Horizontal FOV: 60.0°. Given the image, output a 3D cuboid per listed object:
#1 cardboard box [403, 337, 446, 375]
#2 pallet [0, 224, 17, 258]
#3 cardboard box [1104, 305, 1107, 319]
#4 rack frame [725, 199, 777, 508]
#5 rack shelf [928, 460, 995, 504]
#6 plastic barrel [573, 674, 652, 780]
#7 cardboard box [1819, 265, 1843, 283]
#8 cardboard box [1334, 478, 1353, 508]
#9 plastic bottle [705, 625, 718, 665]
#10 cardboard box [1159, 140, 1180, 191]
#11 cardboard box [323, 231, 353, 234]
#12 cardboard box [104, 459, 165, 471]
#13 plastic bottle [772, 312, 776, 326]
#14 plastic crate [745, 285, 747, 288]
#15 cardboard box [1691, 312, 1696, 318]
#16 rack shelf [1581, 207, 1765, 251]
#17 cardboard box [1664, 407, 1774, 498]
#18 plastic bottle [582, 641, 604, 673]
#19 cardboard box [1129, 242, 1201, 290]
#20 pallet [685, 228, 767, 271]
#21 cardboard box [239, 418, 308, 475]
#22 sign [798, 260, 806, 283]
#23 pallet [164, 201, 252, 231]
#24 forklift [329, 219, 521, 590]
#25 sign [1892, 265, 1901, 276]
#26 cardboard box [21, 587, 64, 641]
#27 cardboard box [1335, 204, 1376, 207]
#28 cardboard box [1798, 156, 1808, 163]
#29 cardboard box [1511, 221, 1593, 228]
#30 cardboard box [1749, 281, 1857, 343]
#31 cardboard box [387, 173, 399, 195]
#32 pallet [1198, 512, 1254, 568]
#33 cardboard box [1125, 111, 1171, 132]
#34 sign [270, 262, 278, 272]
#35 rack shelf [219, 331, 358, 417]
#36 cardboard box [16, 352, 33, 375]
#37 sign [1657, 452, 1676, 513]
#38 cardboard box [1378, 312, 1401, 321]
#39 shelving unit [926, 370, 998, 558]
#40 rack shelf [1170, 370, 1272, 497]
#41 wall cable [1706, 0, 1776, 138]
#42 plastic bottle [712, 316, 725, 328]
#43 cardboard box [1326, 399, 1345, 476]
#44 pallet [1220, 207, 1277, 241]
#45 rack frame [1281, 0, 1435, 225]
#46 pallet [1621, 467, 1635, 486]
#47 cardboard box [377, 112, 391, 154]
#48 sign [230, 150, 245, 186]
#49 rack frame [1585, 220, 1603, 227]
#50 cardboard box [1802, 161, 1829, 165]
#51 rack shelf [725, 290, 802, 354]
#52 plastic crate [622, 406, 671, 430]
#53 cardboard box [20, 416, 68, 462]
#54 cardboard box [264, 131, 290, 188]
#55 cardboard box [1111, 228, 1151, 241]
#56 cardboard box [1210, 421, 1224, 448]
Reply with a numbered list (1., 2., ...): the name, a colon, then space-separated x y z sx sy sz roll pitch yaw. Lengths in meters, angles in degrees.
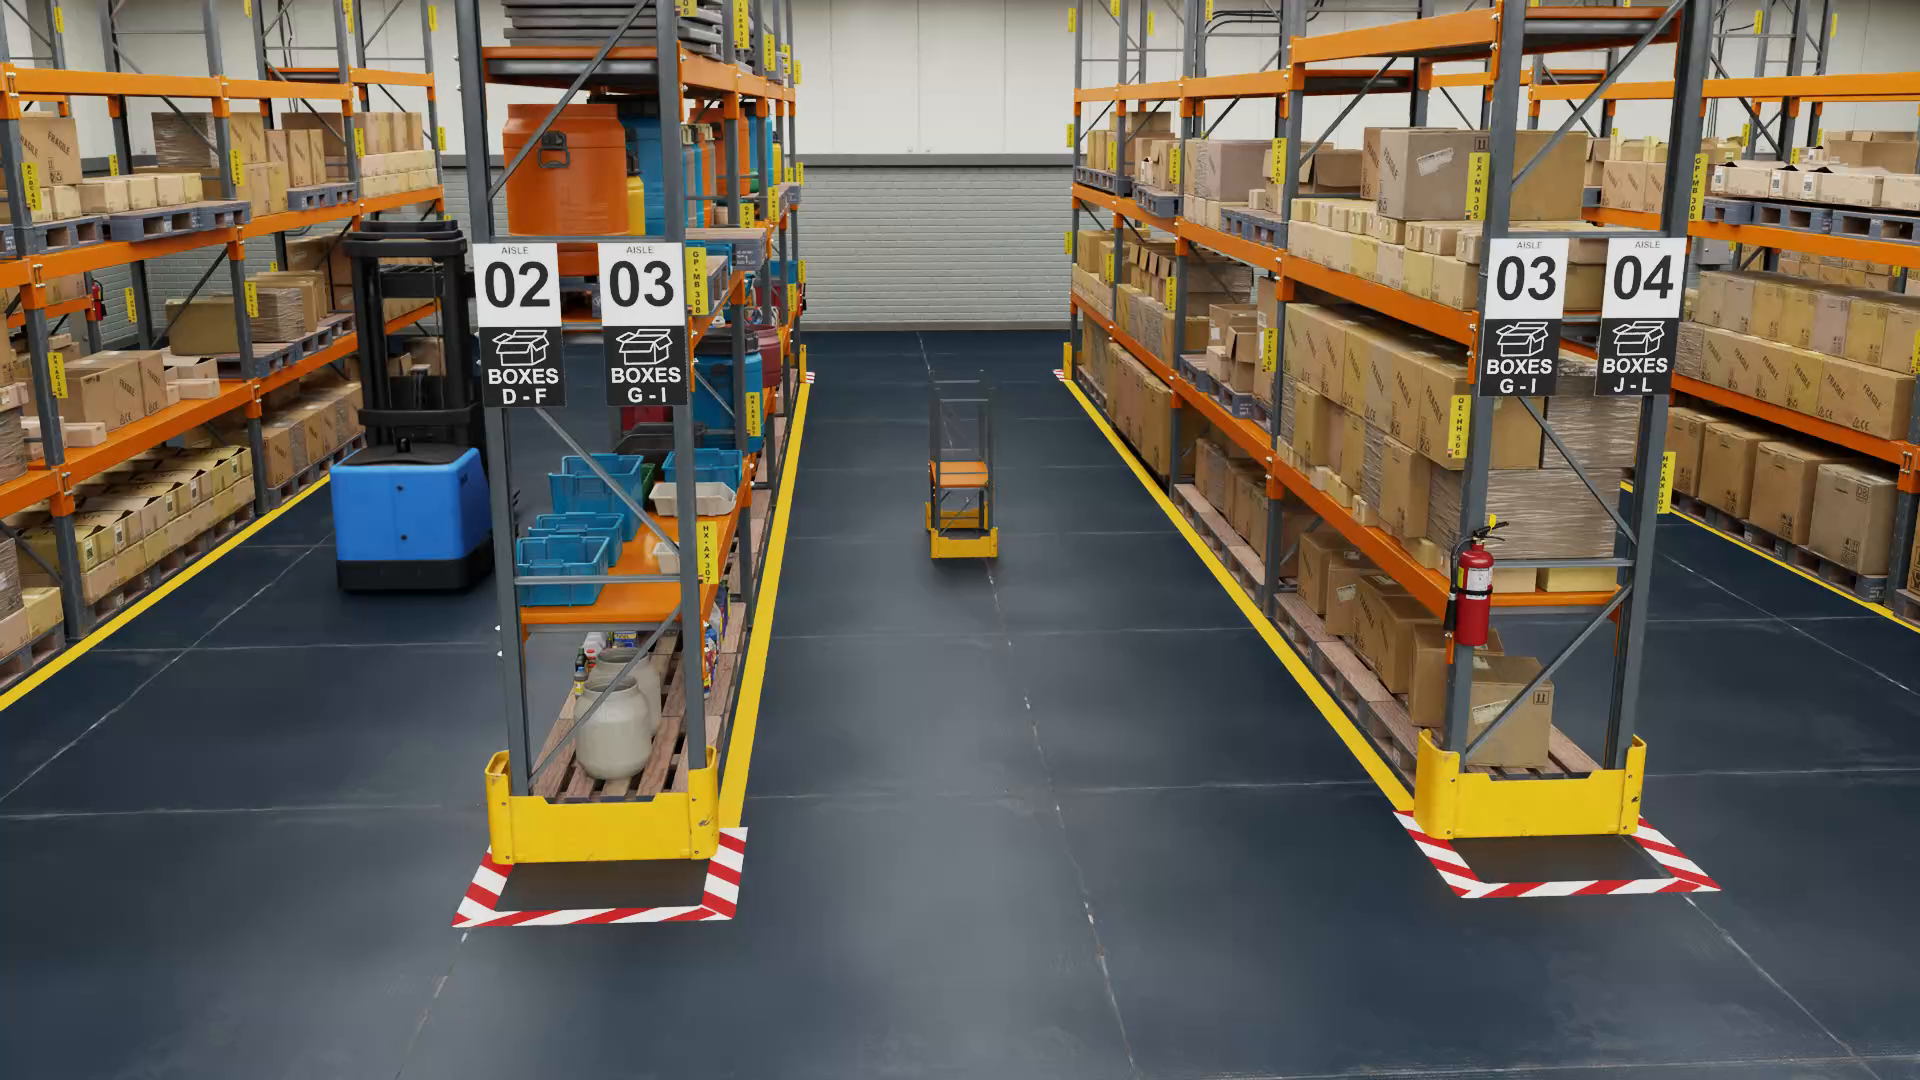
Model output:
1. cardboard box: -7.485 -2.568 23.344 0.500 0.500 0.500 -1 14 -3
2. pallet: -6.942 -1.910 10.813 1.003 0.211 1.213 -1 14 -3
3. cardboard box: 2.009 -2.867 20.878 0.380 0.149 0.250 -1 14 -2
4. rack frame: -2.324 -1.783 16.159 1.000 3.000 0.127 -1 14 -3
5. rack shelf: 0.005 -0.531 15.025 0.538 0.185 1.000 -1 14 -3
6. plastic barrel: -1.946 1.046 9.316 0.421 0.512 0.421 0 14 0
7. cardboard box: 11.895 -3.420 22.320 0.500 0.500 0.500 -1 14 -4
8. cardboard box: 2.686 -0.312 10.946 0.380 0.149 0.250 -1 14 -3
9. plastic bottle: -1.670 0.699 11.107 0.097 0.271 0.097 0 14 0
10. cardboard box: 2.368 -3.928 17.432 0.500 0.500 0.500 0 14 0
11. cardboard box: -7.901 -3.734 21.537 0.500 0.500 0.500 -1 14 -4
12. cardboard box: -7.488 -0.585 15.055 0.500 0.311 0.500 -1 14 -5
13. plastic bottle: -2.177 -2.484 18.984 0.144 0.351 0.185 -1 14 -3
14. plastic crate: -3.033 -3.252 22.084 0.416 0.233 0.300 -1 14 -3
15. cardboard box: 7.746 -2.260 17.077 0.380 0.149 0.250 0 14 -1
16. rack shelf: 7.452 -3.512 18.305 1.077 0.370 4.000 -1 14 -3
17. cardboard box: 7.524 -0.872 16.290 1.050 0.750 0.750 -1 14 -4
18. plastic bottle: -2.368 0.800 10.705 0.152 0.276 0.135 -1 14 -3
19. cardboard box: 2.419 -3.230 19.568 0.797 0.503 0.637 -1 14 -5
20. pallet: -1.934 -1.971 11.251 1.213 0.211 1.003 -1 14 -3
21. cardboard box: -7.049 -0.957 17.085 0.500 0.500 0.500 -1 14 -5
22. sign: -2.272 -3.864 23.920 0.100 0.325 0.005 -1 14 -3
23. pallet: -7.137 -2.901 14.865 1.213 0.211 1.003 0 14 -1
24. forklift: -4.586 -1.330 14.538 1.130 2.935 3.031 -1 14 -3
25. sign: 11.708 -3.456 20.765 0.100 0.325 0.005 -1 14 -3
26. cardboard box: -6.774 0.528 11.854 0.500 0.250 0.500 -1 14 -3
27. cardboard box: 2.718 -2.159 11.101 0.380 0.149 0.250 0 14 -2
28. cardboard box: 11.852 -5.310 23.311 0.380 0.149 0.250 0 14 -1
29. cardboard box: 3.325 -1.711 9.359 0.380 0.149 0.250 0 14 -1
30. cardboard box: 7.660 -2.078 15.100 0.700 0.500 0.500 -1 14 -4
31. cardboard box: -7.356 -4.456 20.829 0.500 0.250 0.500 -1 14 -3
32. pallet: 2.739 -0.012 14.872 1.003 0.211 1.213 -1 14 -3
33. cardboard box: 2.319 -5.204 20.688 0.500 0.250 0.500 -2 15 -7
34. sign: -8.057 -3.111 19.584 0.100 0.325 0.005 -1 14 -3
35. rack shelf: -7.392 -1.856 17.888 1.077 0.370 4.000 -1 14 -3
36. cardboard box: -12.502 -2.190 21.916 0.700 0.500 0.500 -1 14 -5
37. sign: 3.656 -0.297 8.648 0.100 0.325 0.005 -1 14 -3
38. cardboard box: 3.202 -1.309 11.514 0.500 0.500 0.500 -1 14 -3
39. shelving unit: 0.005 -0.707 14.989 0.587 1.500 1.083 -1 14 -3
40. rack shelf: 2.743 -1.013 14.613 1.077 0.370 4.000 -1 14 -3
41. wall cable: 14.914 -8.380 29.686 2.988 3.039 0.133 -1 14 -3
42. plastic bottle: -2.715 -2.369 18.685 0.152 0.276 0.135 -1 14 -3
43. cardboard box: 2.960 -0.696 11.139 0.875 0.500 0.500 -1 14 -3
44. pallet: 2.868 -2.639 13.845 1.213 0.211 1.003 -1 14 -3
45. rack frame: 2.867 -3.770 11.842 1.000 3.000 0.127 -1 14 -3
46. pallet: 7.529 -0.755 17.759 1.003 0.211 1.213 -1 14 -3
47. cardboard box: -7.511 -5.058 20.664 0.700 0.500 0.500 -1 14 -3
48. sign: -6.714 -3.455 15.443 0.100 0.325 0.005 -1 14 -3
49. rack frame: 7.328 -2.905 20.523 1.000 3.000 0.127 -1 14 -3
50. cardboard box: 7.940 -3.317 15.236 0.500 0.311 0.500 -1 14 -3
51. rack shelf: -2.696 -2.927 22.048 1.077 0.370 4.000 -1 14 -3
52. plastic crate: -2.412 -0.935 12.734 0.402 0.464 0.583 -1 14 -3
53. cardboard box: -7.095 -0.762 12.491 0.500 0.250 0.500 0 14 0
54. cardboard box: -7.473 -3.997 17.500 0.600 0.600 0.600 -1 15 -6
55. cardboard box: 2.416 -4.166 23.622 0.500 0.500 0.500 -1 14 -3
56. cardboard box: 2.691 -1.059 15.974 0.500 0.250 0.500 0 14 -1
